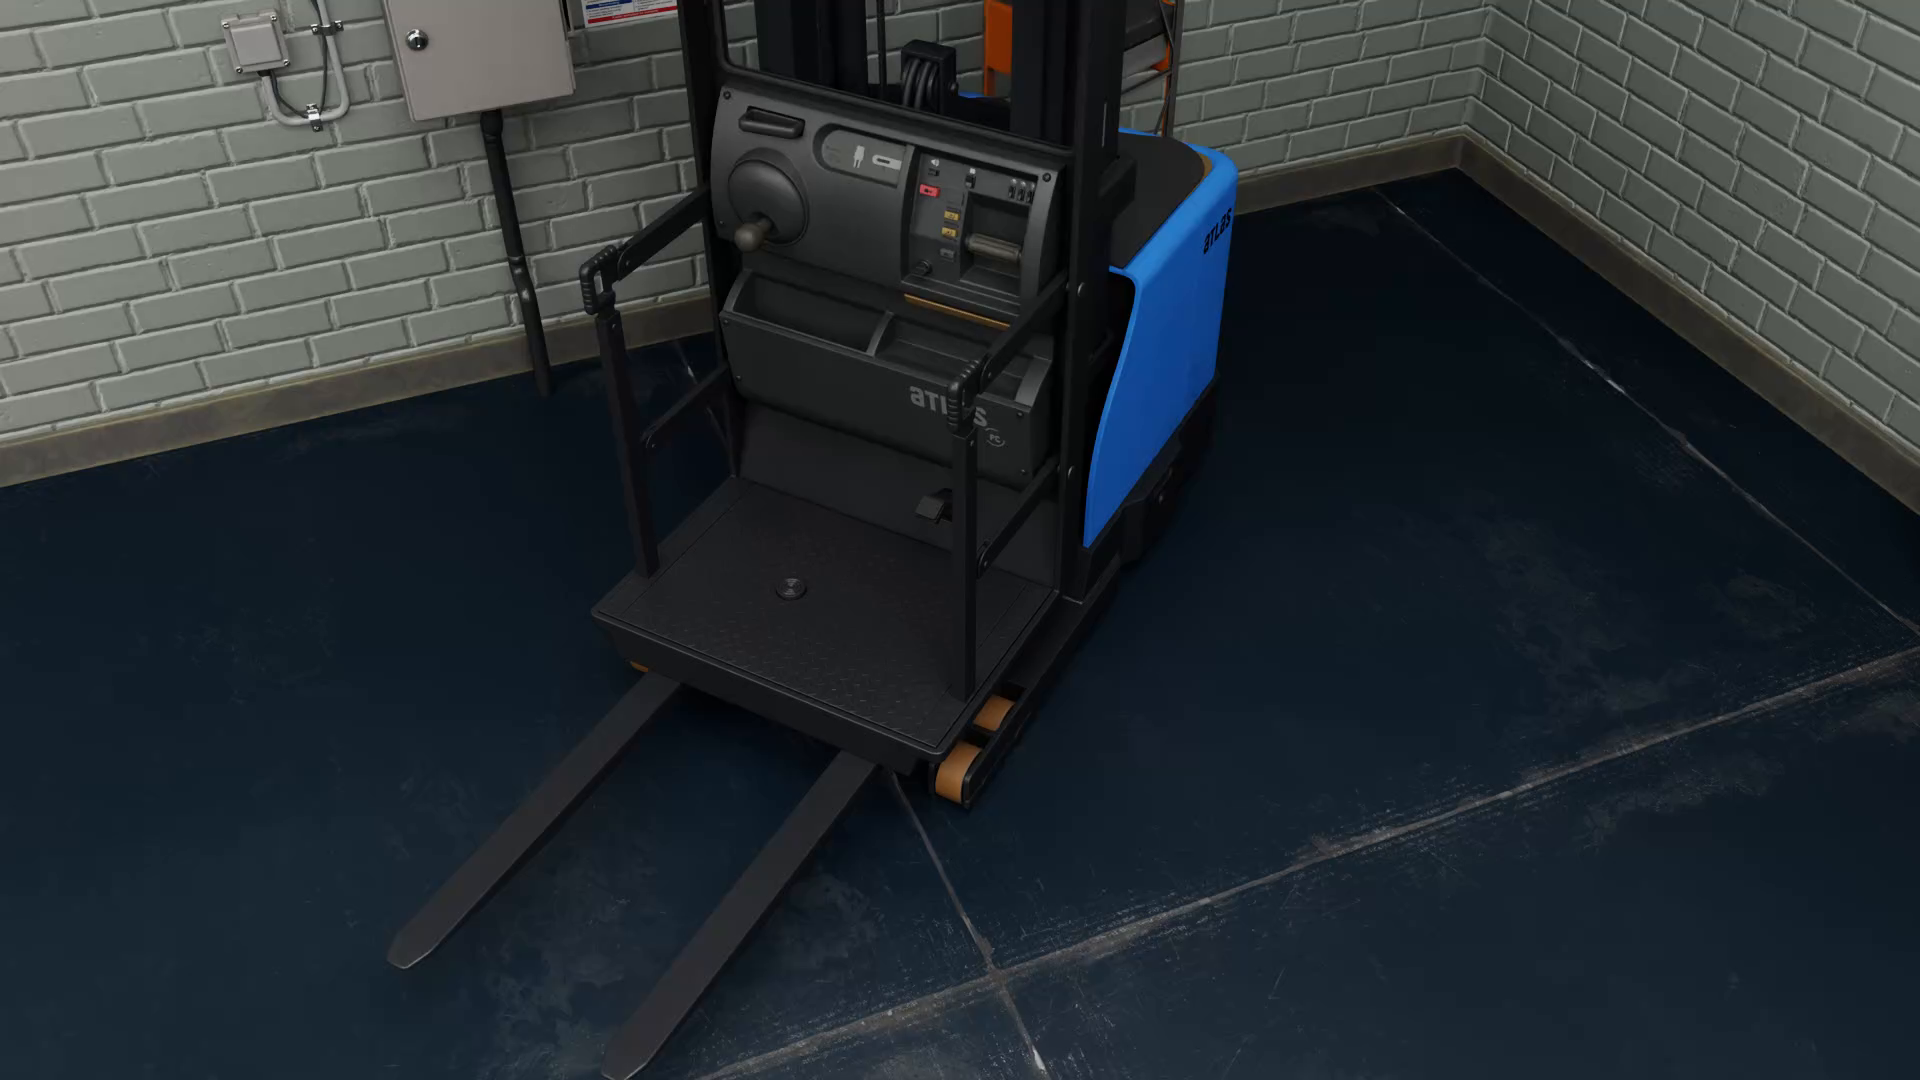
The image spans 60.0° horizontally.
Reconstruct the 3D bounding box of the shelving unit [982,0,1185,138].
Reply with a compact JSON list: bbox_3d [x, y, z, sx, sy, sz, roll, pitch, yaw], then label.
[{"bbox_3d":[0.395,-1.558,5.451,0.503,2.100,0.431,33,50,32],"label":"shelving unit"}]

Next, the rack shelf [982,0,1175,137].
[{"bbox_3d":[0.395,-1.548,5.460,0.480,0.518,0.431,33,50,32],"label":"rack shelf"}]

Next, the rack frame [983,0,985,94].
[{"bbox_3d":[0.221,-1.670,5.581,0.015,2.100,0.400,33,50,32],"label":"rack frame"}]

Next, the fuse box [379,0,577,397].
[{"bbox_3d":[-1.420,-1.160,5.286,0.539,1.711,0.414,-15,43,-17],"label":"fuse box"}]

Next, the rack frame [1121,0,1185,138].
[{"bbox_3d":[0.568,-1.446,5.321,0.015,2.100,0.400,33,50,32],"label":"rack frame"}]

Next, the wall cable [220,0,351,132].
[{"bbox_3d":[-2.111,-1.958,4.447,0.588,1.984,0.122,-15,43,-17],"label":"wall cable"}]

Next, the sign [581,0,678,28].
[{"bbox_3d":[-1.043,-1.860,5.185,0.329,0.494,0.001,-15,43,-17],"label":"sign"}]

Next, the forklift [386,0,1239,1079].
[{"bbox_3d":[-0.300,-0.750,3.874,1.130,2.935,3.031,19,44,21],"label":"forklift"}]
